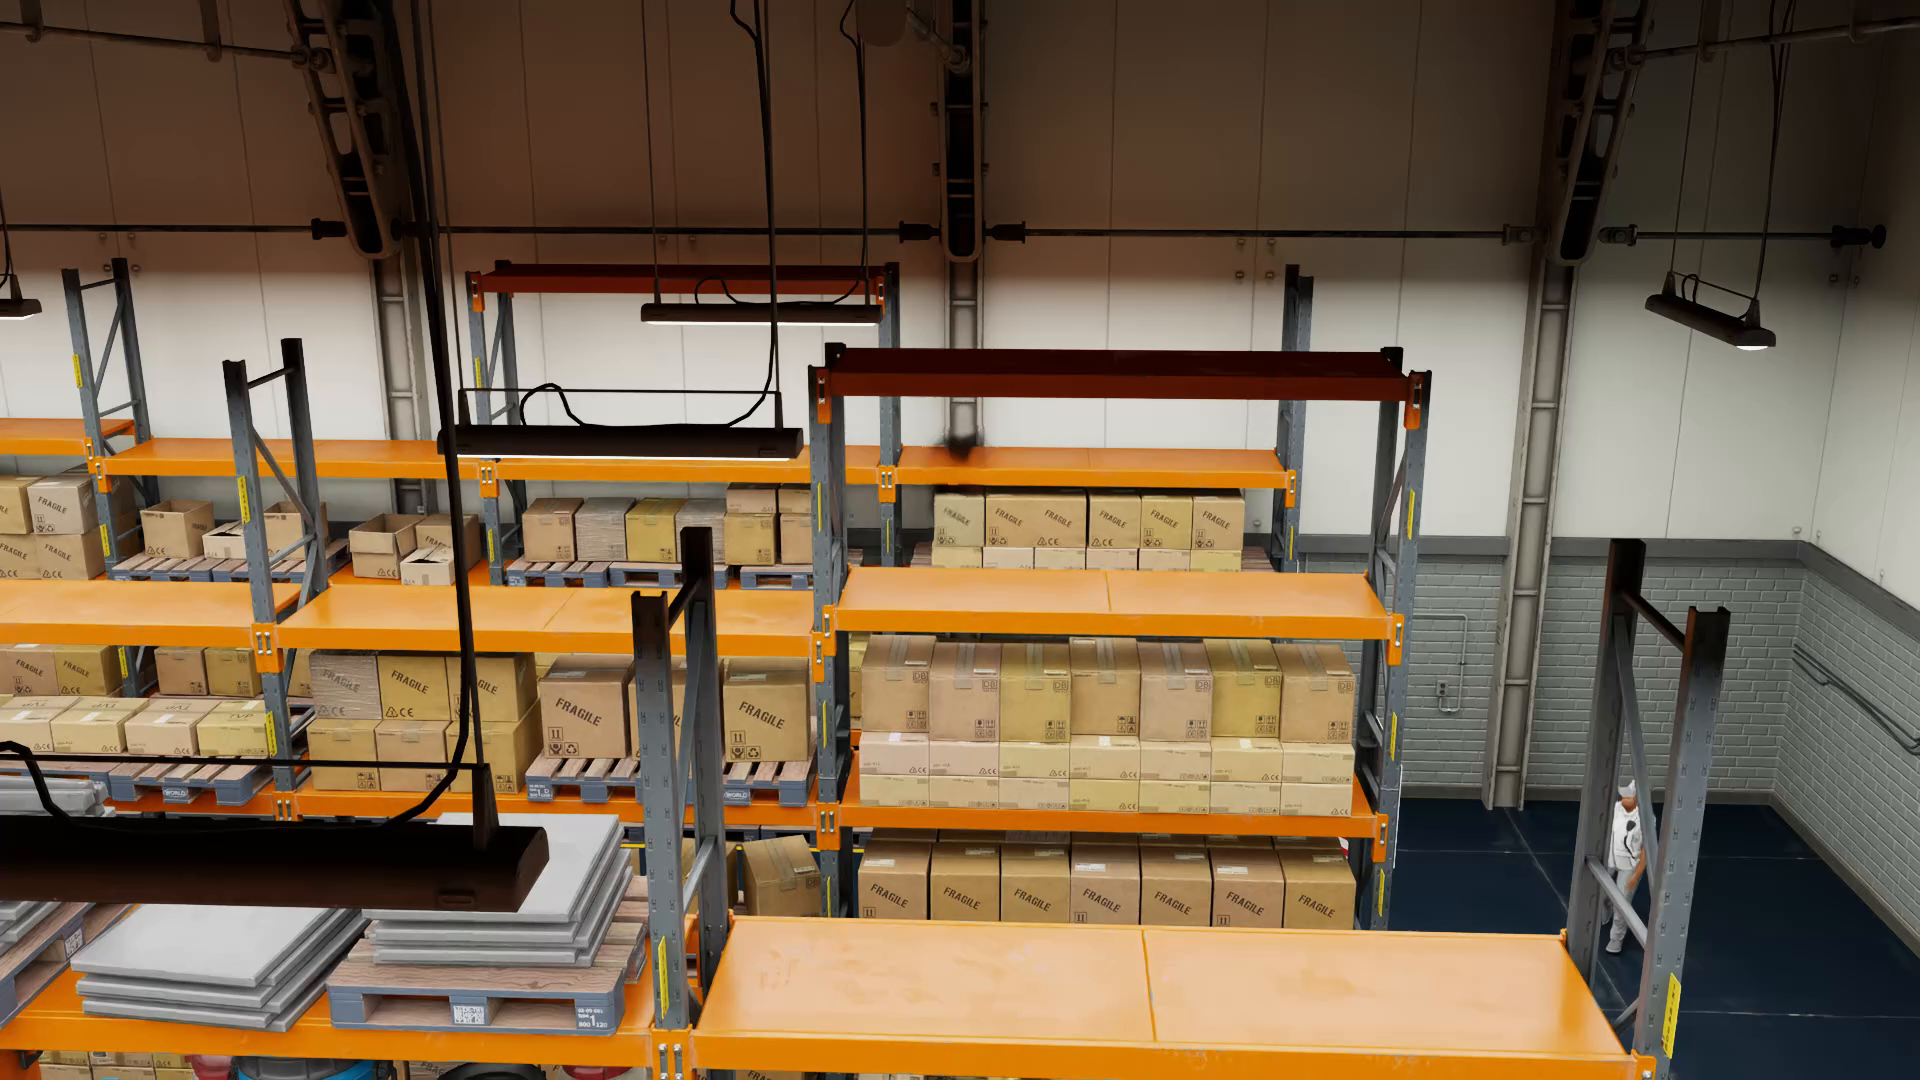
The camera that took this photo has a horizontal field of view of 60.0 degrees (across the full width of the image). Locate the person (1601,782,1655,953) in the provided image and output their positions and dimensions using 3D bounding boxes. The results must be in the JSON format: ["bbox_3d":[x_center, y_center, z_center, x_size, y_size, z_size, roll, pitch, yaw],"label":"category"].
[{"bbox_3d":[6.155,2.975,15.413,0.501,1.631,0.598,11,20,34],"label":"person"}]
